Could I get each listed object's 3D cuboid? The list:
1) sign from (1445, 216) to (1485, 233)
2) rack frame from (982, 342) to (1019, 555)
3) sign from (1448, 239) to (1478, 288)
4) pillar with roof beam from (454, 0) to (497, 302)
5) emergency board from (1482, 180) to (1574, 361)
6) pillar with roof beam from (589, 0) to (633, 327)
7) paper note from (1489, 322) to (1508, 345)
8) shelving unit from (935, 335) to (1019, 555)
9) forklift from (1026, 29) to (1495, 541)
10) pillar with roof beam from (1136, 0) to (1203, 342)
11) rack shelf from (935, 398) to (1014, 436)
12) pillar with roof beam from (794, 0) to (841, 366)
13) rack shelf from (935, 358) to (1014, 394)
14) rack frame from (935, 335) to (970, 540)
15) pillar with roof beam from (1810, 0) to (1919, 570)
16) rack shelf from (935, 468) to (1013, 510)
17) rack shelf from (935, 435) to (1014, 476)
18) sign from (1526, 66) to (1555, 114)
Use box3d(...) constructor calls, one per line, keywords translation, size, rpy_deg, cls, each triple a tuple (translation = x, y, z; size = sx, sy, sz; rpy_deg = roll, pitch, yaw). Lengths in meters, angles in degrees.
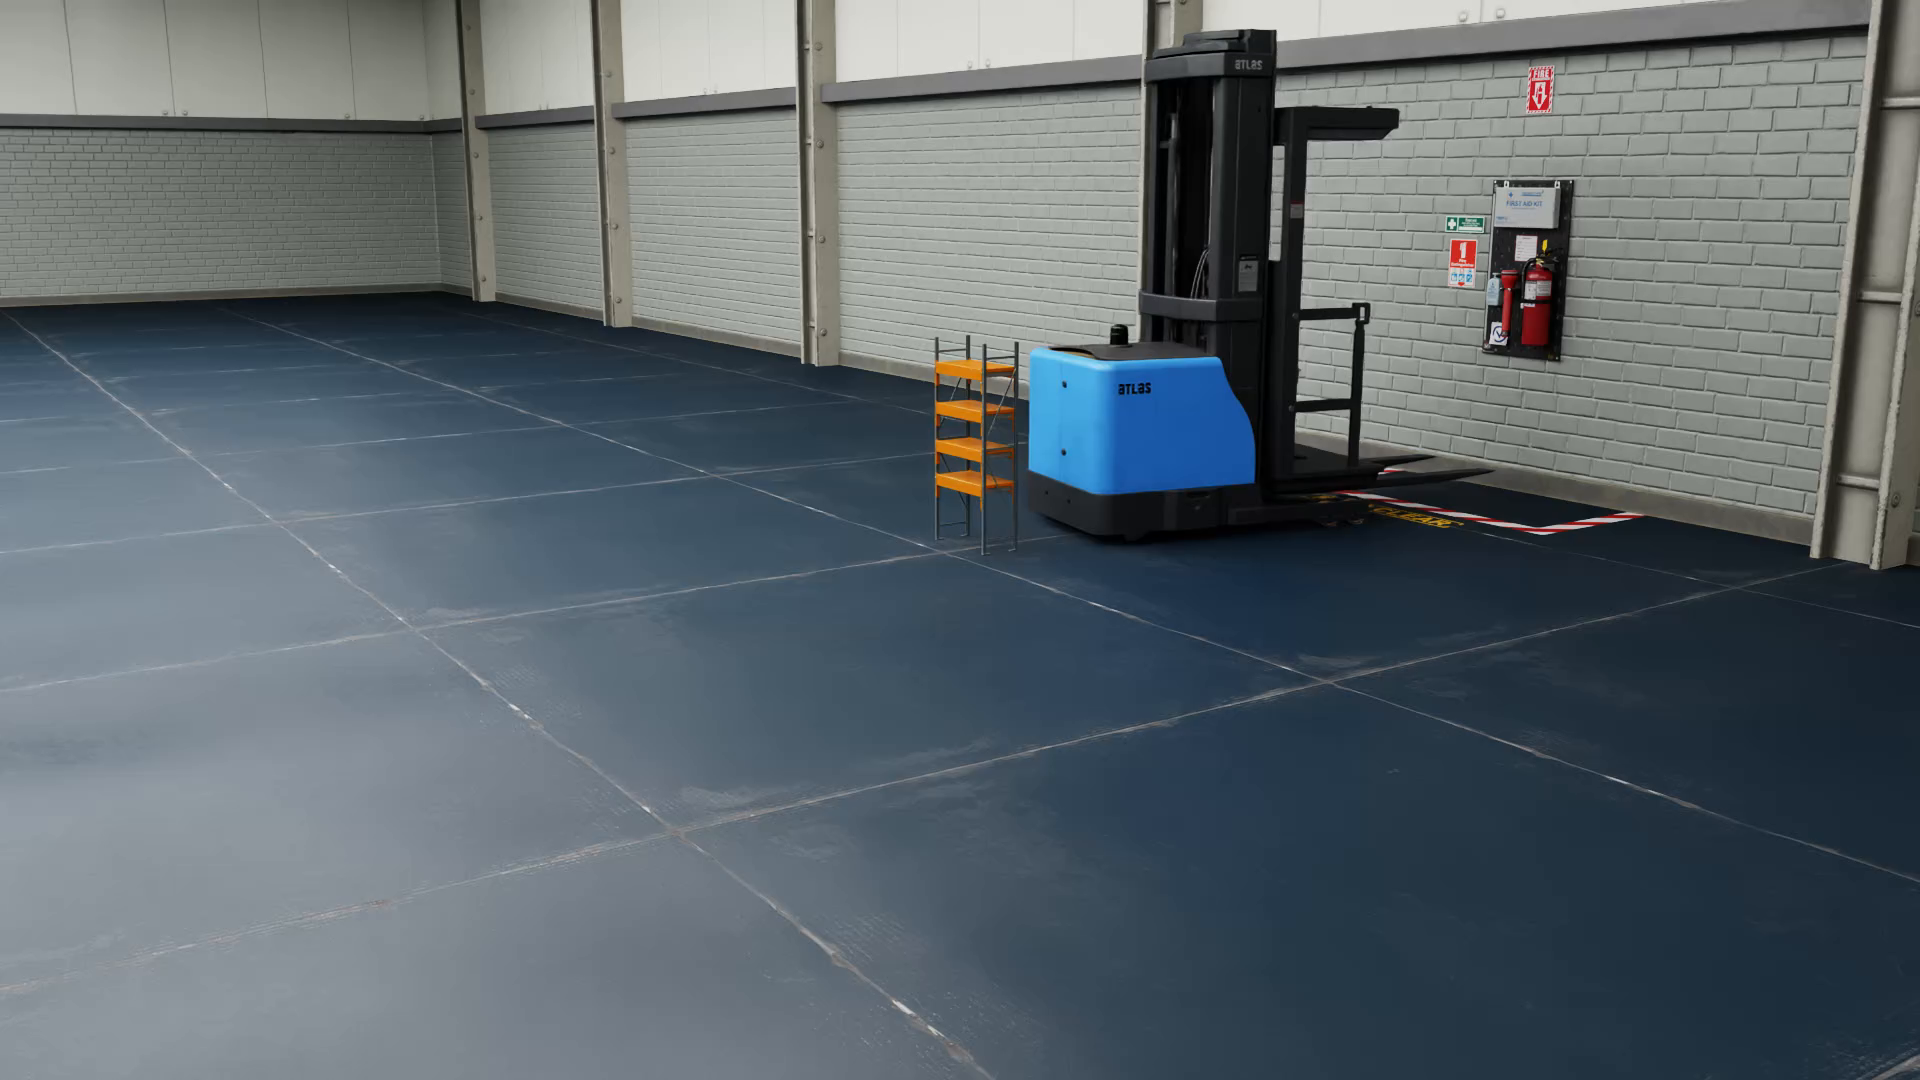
box3d(translation=(3.490, -2.183, 11.499), size=(0.001, 0.109, 0.331), rpy_deg=(-8, 15, -33), cls="sign")
box3d(translation=(0.227, -0.513, 9.401), size=(0.240, 1.200, 0.015), rpy_deg=(-8, 15, -33), cls="rack frame")
box3d(translation=(3.495, -1.926, 11.564), size=(0.001, 0.329, 0.234), rpy_deg=(-8, 15, -33), cls="sign")
box3d(translation=(-11.828, -8.043, 25.579), size=(9.100, 9.000, 0.400), rpy_deg=(-8, 15, -33), cls="pillar with roof beam")
box3d(translation=(3.715, -1.798, 11.062), size=(0.194, 1.169, 0.643), rpy_deg=(-8, 15, -33), cls="emergency board")
box3d(translation=(-8.504, -6.976, 20.699), size=(9.100, 9.000, 0.400), rpy_deg=(-8, 15, -33), cls="pillar with roof beam")
box3d(translation=(3.675, -1.407, 11.337), size=(0.016, 0.148, 0.142), rpy_deg=(-8, 15, -33), cls="paper note")
box3d(translation=(0.092, -0.557, 9.599), size=(0.258, 1.200, 0.503), rpy_deg=(-8, 15, -33), cls="shelving unit")
box3d(translation=(1.983, -1.608, 10.353), size=(3.031, 2.935, 1.130), rpy_deg=(-5, 13, -22), cls="forklift")
box3d(translation=(-1.855, -4.842, 10.940), size=(9.100, 9.000, 0.400), rpy_deg=(-8, 15, -33), cls="pillar with roof beam")
box3d(translation=(0.092, -0.710, 9.566), size=(0.258, 0.148, 0.480), rpy_deg=(-8, 15, -33), cls="rack shelf")
box3d(translation=(-5.180, -5.909, 15.820), size=(9.100, 9.000, 0.400), rpy_deg=(-8, 15, -33), cls="pillar with roof beam")
box3d(translation=(0.092, -0.941, 9.515), size=(0.258, 0.148, 0.480), rpy_deg=(-8, 15, -33), cls="rack shelf")
box3d(translation=(-0.043, -0.600, 9.797), size=(0.240, 1.200, 0.015), rpy_deg=(-8, 15, -33), cls="rack frame")
box3d(translation=(1.469, -3.775, 6.061), size=(9.100, 9.000, 0.400), rpy_deg=(-8, 15, -33), cls="pillar with roof beam")
box3d(translation=(0.092, -0.297, 9.656), size=(0.258, 0.148, 0.480), rpy_deg=(-8, 15, -33), cls="rack shelf")
box3d(translation=(0.092, -0.491, 9.613), size=(0.258, 0.148, 0.480), rpy_deg=(-8, 15, -33), cls="rack shelf")
box3d(translation=(3.794, -2.944, 10.875), size=(0.001, 0.298, 0.199), rpy_deg=(-8, 15, -33), cls="sign")
